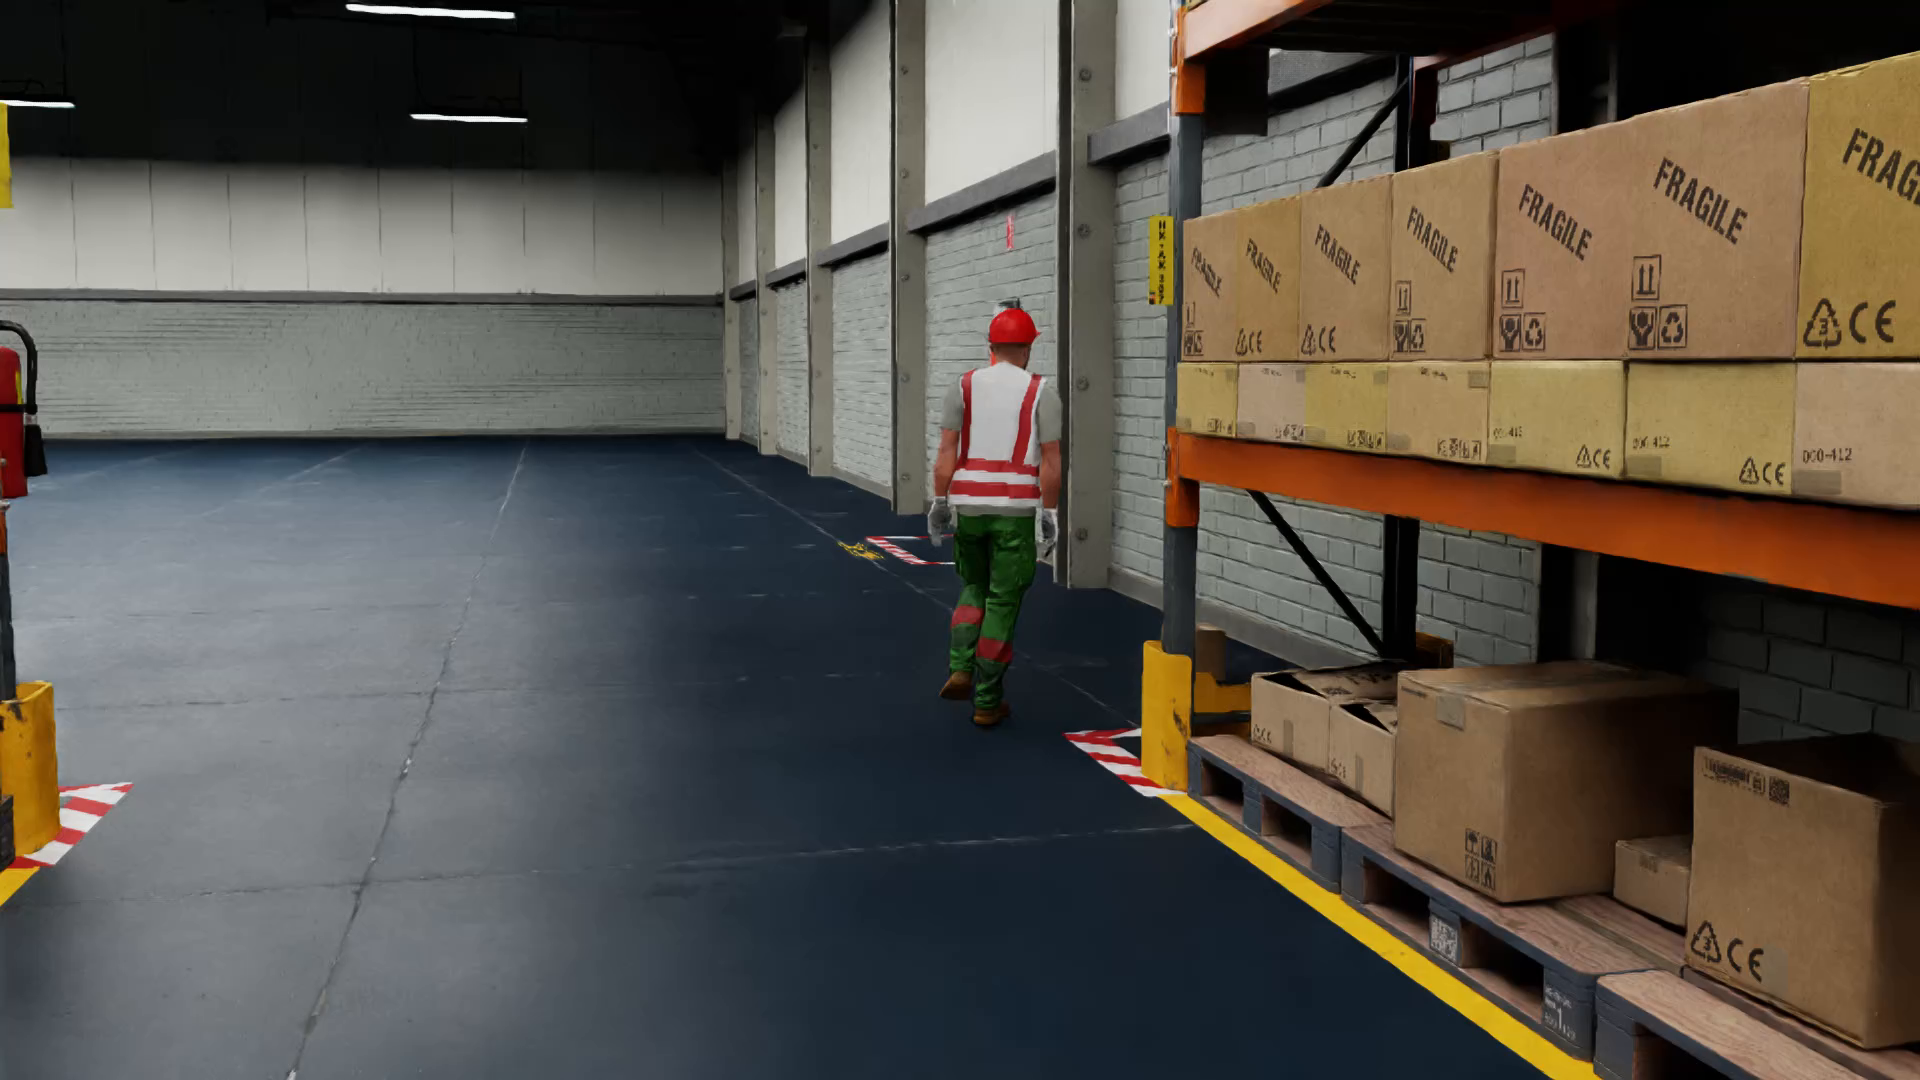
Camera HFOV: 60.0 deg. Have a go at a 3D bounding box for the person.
[{"bbox_3d":[0.164,-0.119,7.231,0.573,1.774,0.483,2,6,20],"label":"person"}]
